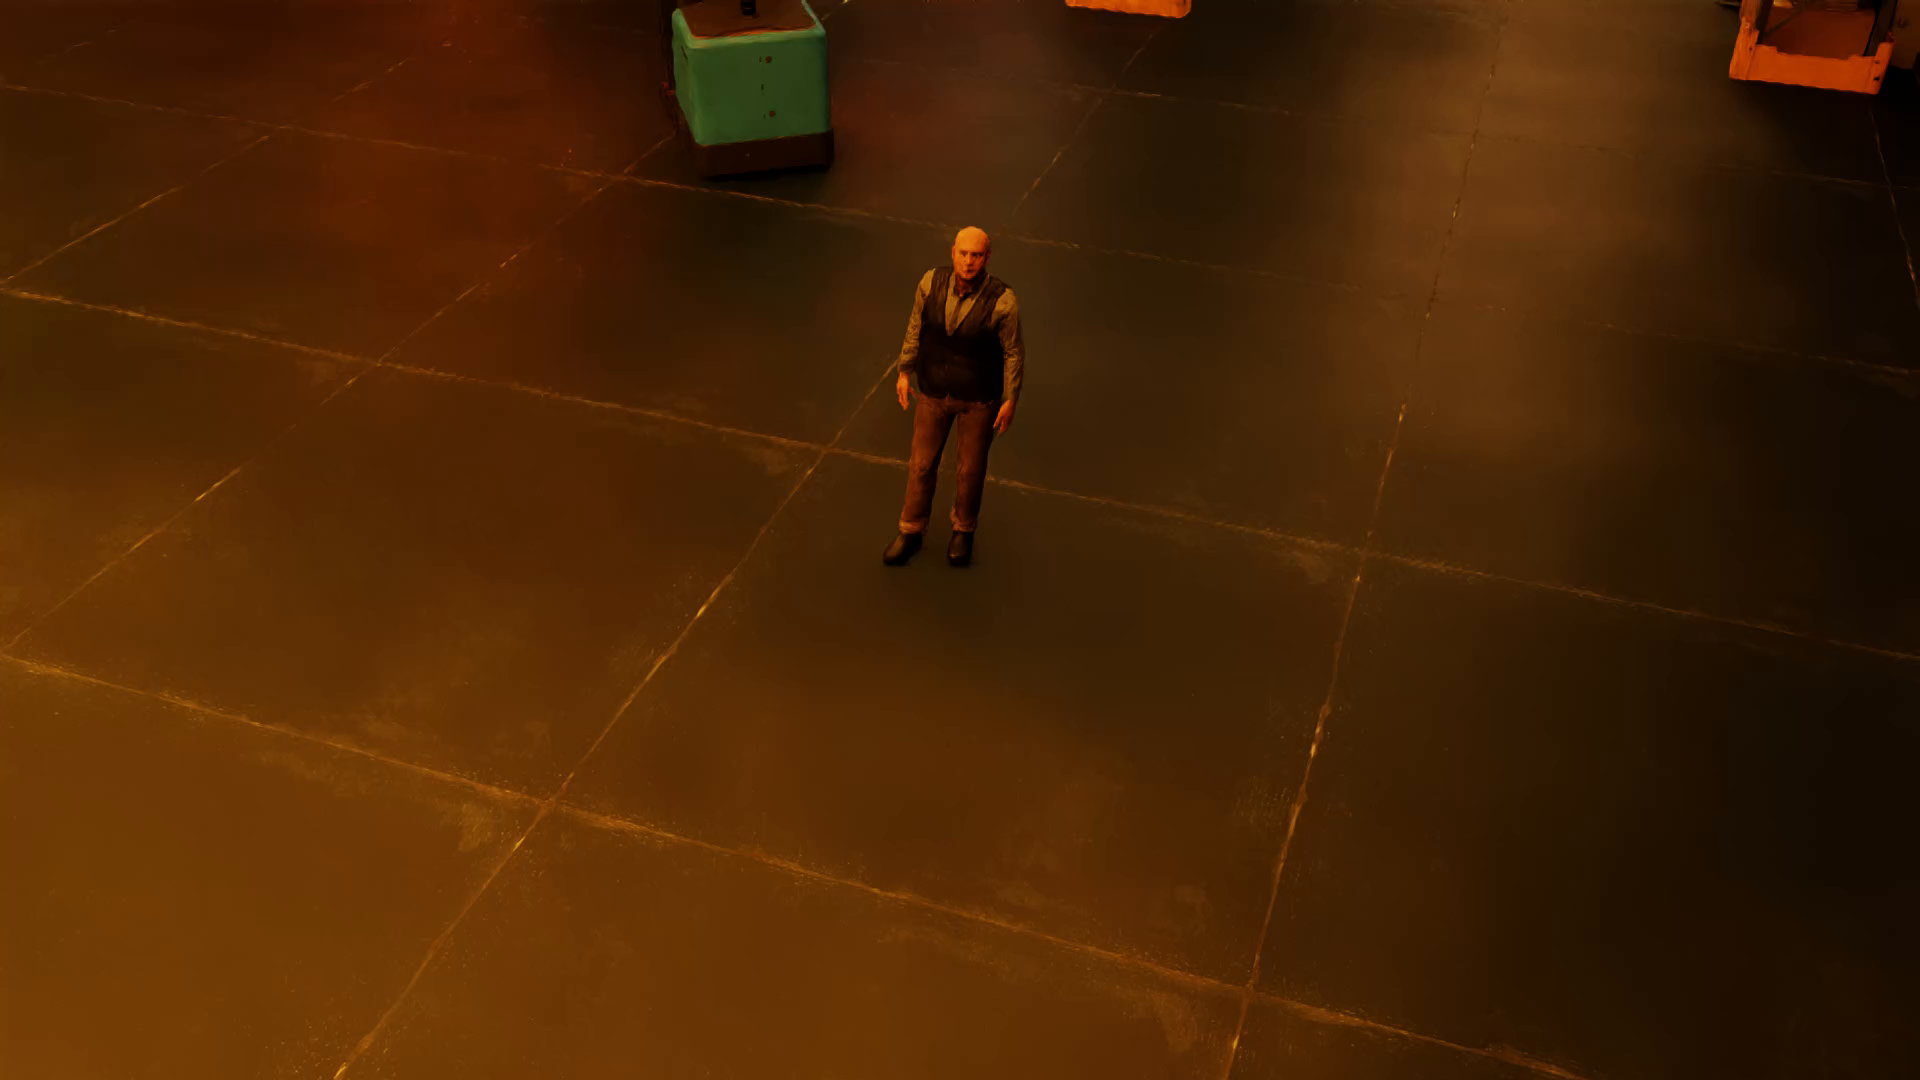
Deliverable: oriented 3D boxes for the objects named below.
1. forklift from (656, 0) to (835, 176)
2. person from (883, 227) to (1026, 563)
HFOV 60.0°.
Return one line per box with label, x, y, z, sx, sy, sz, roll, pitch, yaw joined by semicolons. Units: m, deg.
forklift;-1.852;-4.747;12.806;1.130;2.935;3.031;-10;36;-13
person;-0.028;-0.675;8.097;0.632;1.720;0.567;12;37;16
